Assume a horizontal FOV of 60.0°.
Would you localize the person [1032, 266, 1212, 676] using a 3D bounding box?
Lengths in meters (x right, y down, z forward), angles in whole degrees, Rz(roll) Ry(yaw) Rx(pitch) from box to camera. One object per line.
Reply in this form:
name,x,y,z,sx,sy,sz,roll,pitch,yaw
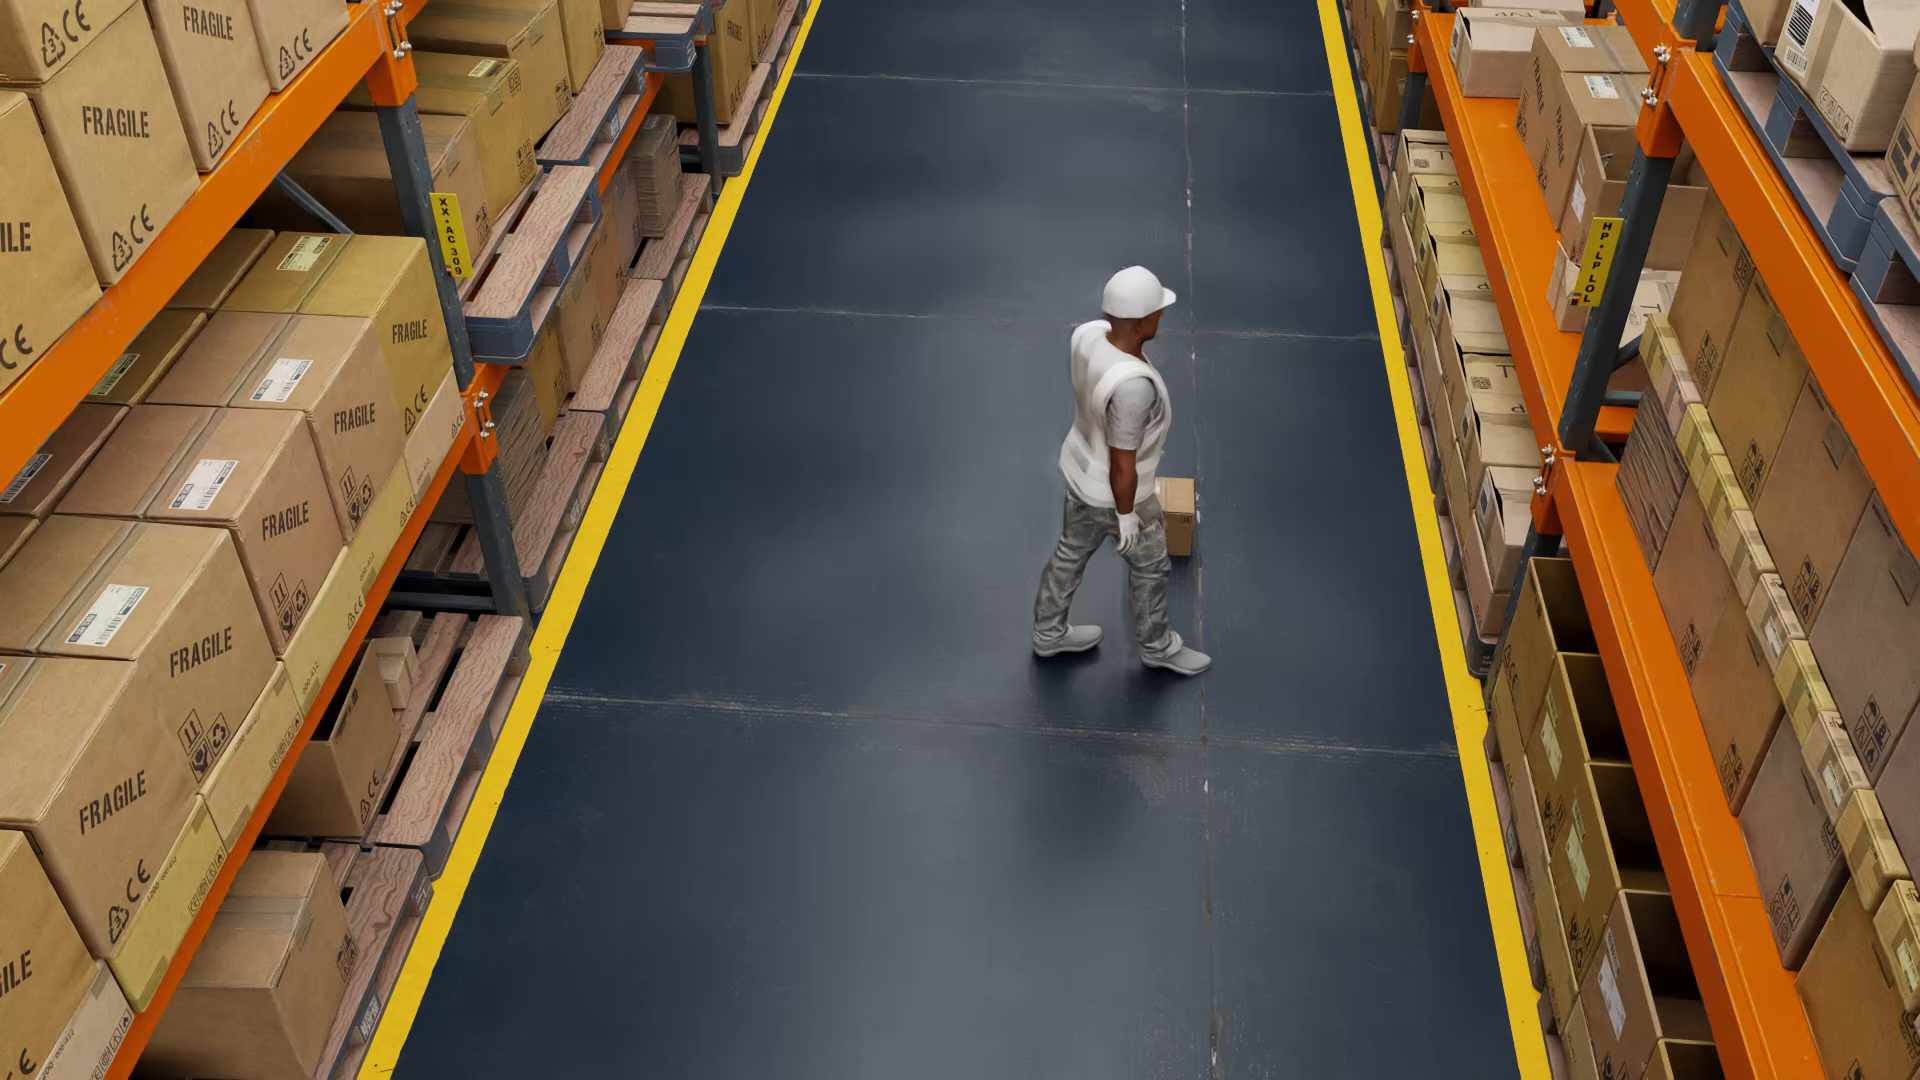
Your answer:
person,0.647,-0.236,6.425,0.690,1.795,0.596,-12,41,-14
